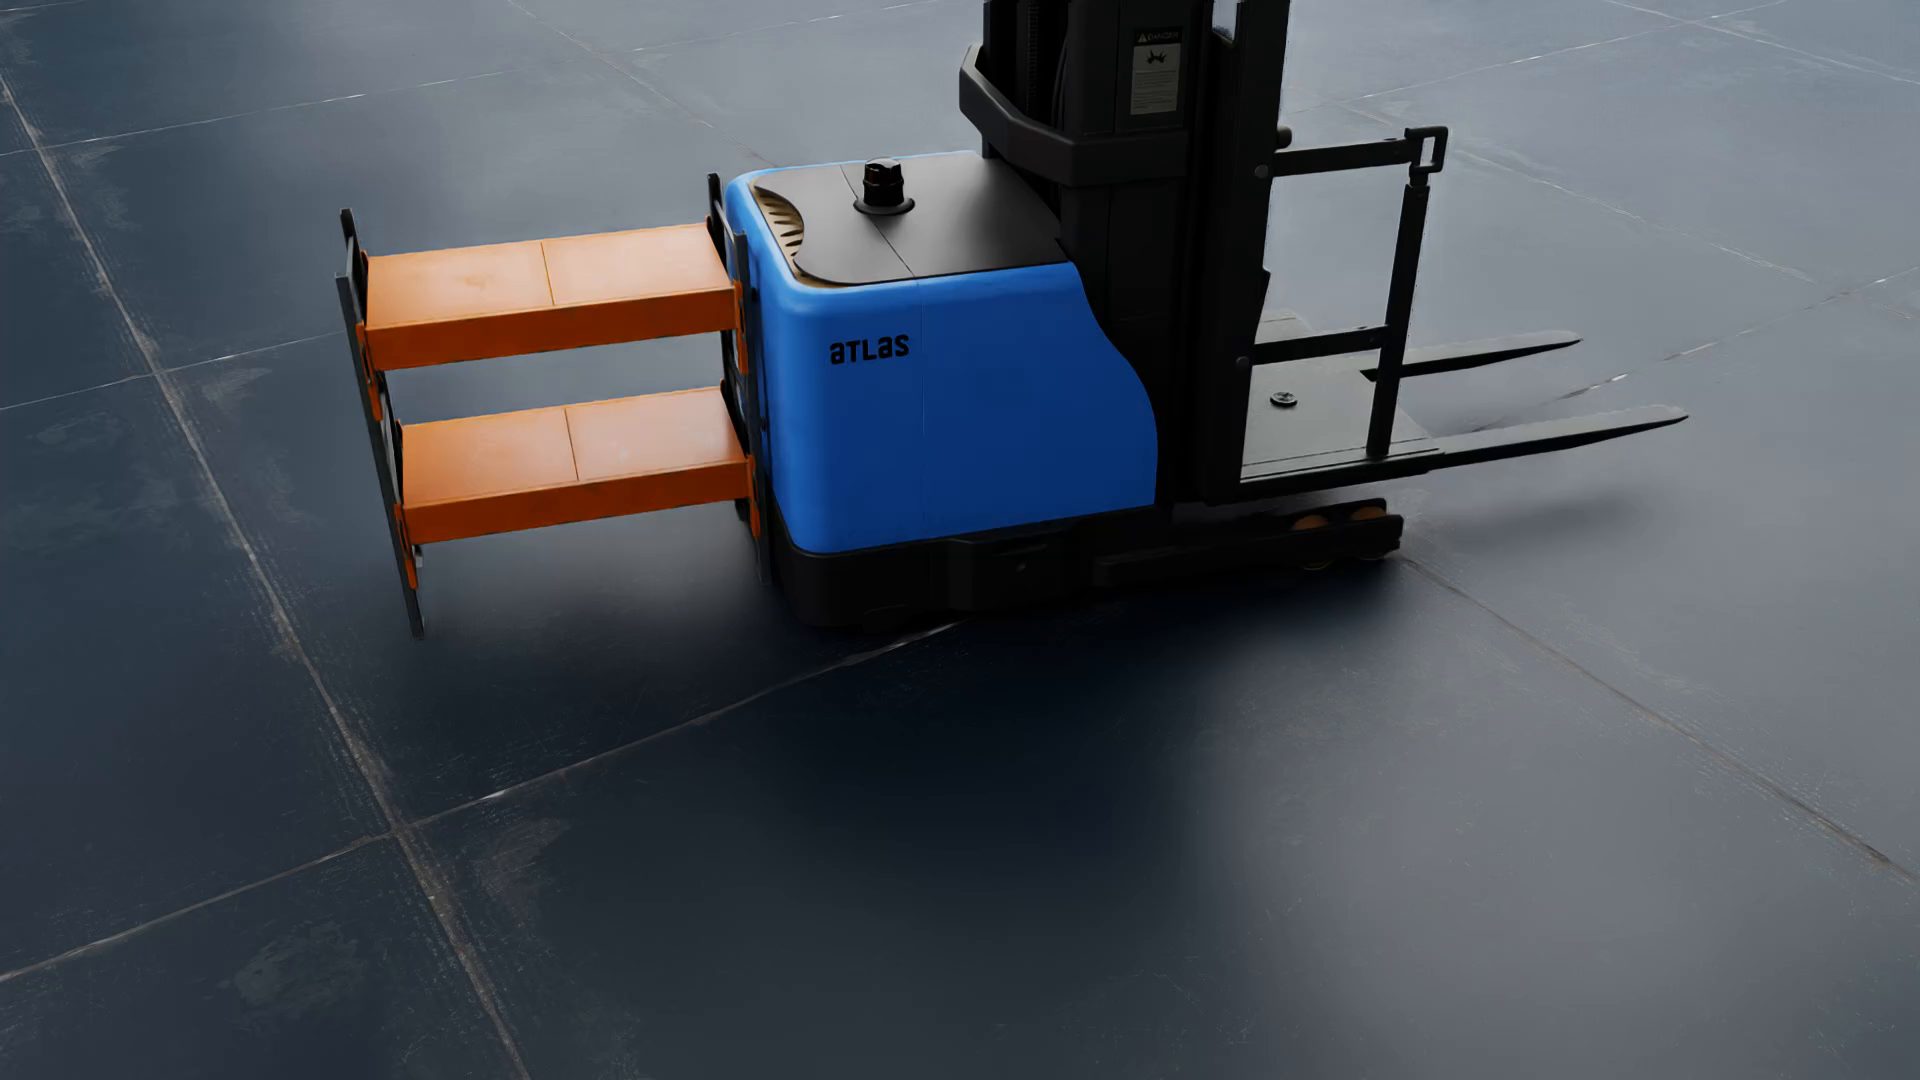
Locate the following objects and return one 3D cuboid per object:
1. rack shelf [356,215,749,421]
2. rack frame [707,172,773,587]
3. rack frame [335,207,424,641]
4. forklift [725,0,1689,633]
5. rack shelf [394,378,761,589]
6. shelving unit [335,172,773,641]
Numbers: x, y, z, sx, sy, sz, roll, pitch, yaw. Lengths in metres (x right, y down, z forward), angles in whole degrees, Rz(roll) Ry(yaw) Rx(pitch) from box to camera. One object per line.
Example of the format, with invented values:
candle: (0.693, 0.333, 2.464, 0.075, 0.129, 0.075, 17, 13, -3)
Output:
rack shelf: (-1.140, -0.637, 4.657, 1.000, 0.278, 0.538, -9, 33, -14)
rack frame: (-0.652, -0.465, 4.932, 0.032, 1.125, 0.500, -9, 33, -14)
rack frame: (-1.629, -0.314, 4.694, 0.032, 1.125, 0.500, -9, 33, -14)
forklift: (0.859, -1.408, 4.736, 3.031, 2.935, 1.130, -9, 33, -14)
rack shelf: (-1.140, -0.183, 4.943, 1.000, 0.278, 0.538, -9, 33, -14)
shelving unit: (-1.140, -0.389, 4.813, 1.048, 1.125, 0.538, -9, 33, -14)
